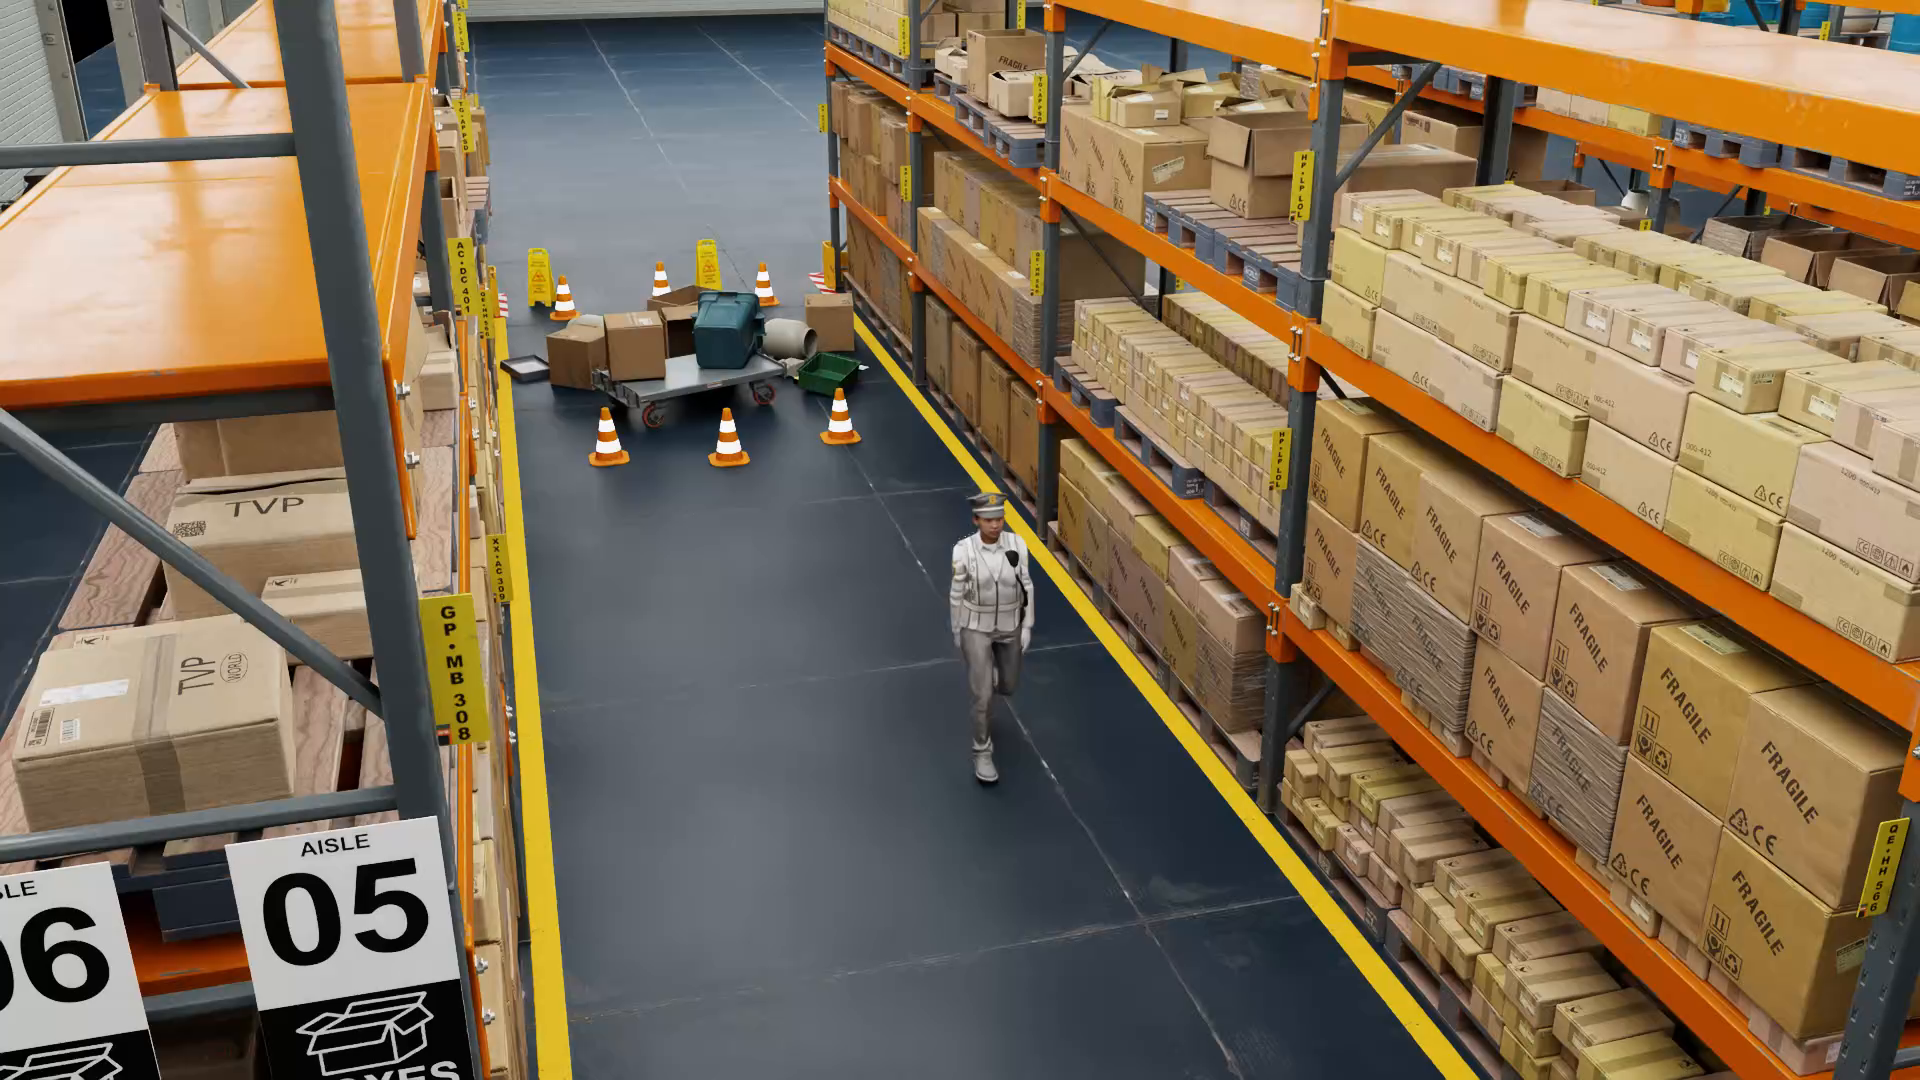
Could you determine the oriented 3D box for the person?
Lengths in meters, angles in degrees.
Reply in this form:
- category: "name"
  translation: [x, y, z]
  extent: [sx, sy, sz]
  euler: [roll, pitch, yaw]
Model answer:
- category: "person"
  translation: [-1.101, -0.509, 8.846]
  extent: [5.233, 2.386, 22.021]
  euler: [-5, 24, -13]
